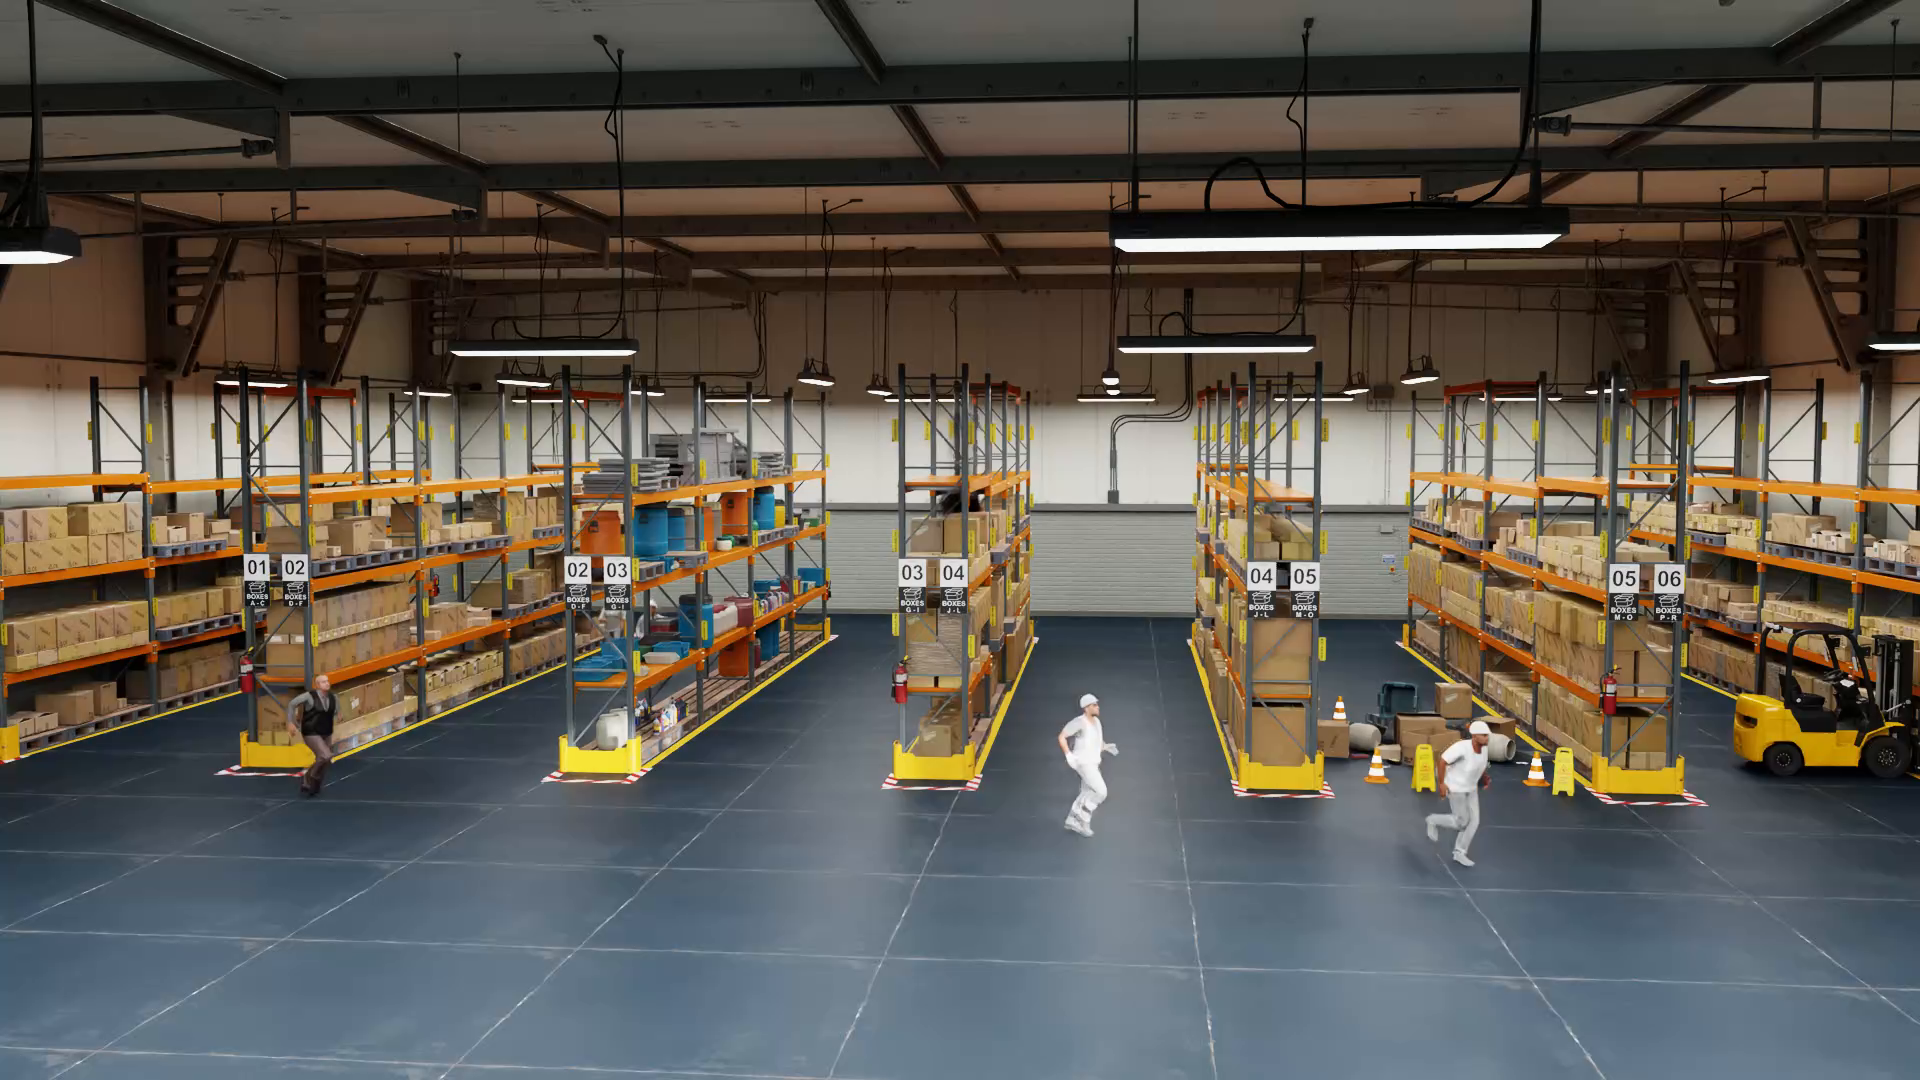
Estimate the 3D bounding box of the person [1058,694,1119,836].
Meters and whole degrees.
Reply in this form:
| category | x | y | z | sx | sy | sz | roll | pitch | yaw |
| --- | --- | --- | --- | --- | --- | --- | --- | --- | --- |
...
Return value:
| category | x | y | z | sx | sy | sz | roll | pitch | yaw |
| --- | --- | --- | --- | --- | --- | --- | --- | --- | --- |
| person | 1.599 | 2.787 | 20.656 | 0.701 | 1.744 | 0.653 | 2 | 4 | 32 |

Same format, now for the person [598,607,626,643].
| category | x | y | z | sx | sy | sz | roll | pitch | yaw |
| --- | --- | --- | --- | --- | --- | --- | --- | --- | --- |
| person | -7.329 | 1.940 | 35.010 | 0.535 | 1.623 | 0.811 | 0 | 4 | -1 |

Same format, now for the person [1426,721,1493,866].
| category | x | y | z | sx | sy | sz | roll | pitch | yaw |
| --- | --- | --- | --- | --- | --- | --- | --- | --- | --- |
| person | 5.851 | 2.930 | 19.466 | 0.698 | 1.696 | 0.864 | -3 | 5 | -39 |

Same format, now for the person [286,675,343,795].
| category | x | y | z | sx | sy | sz | roll | pitch | yaw |
| --- | --- | --- | --- | --- | --- | --- | --- | --- | --- |
| person | -8.790 | 2.682 | 22.803 | 0.758 | 1.671 | 0.691 | 2 | 4 | 33 |

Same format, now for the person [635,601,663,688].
| category | x | y | z | sx | sy | sz | roll | pitch | yaw |
| --- | --- | --- | --- | --- | --- | --- | --- | --- | --- |
| person | -6.042 | 2.050 | 32.674 | 0.681 | 1.746 | 0.685 | 0 | 4 | -1 |
